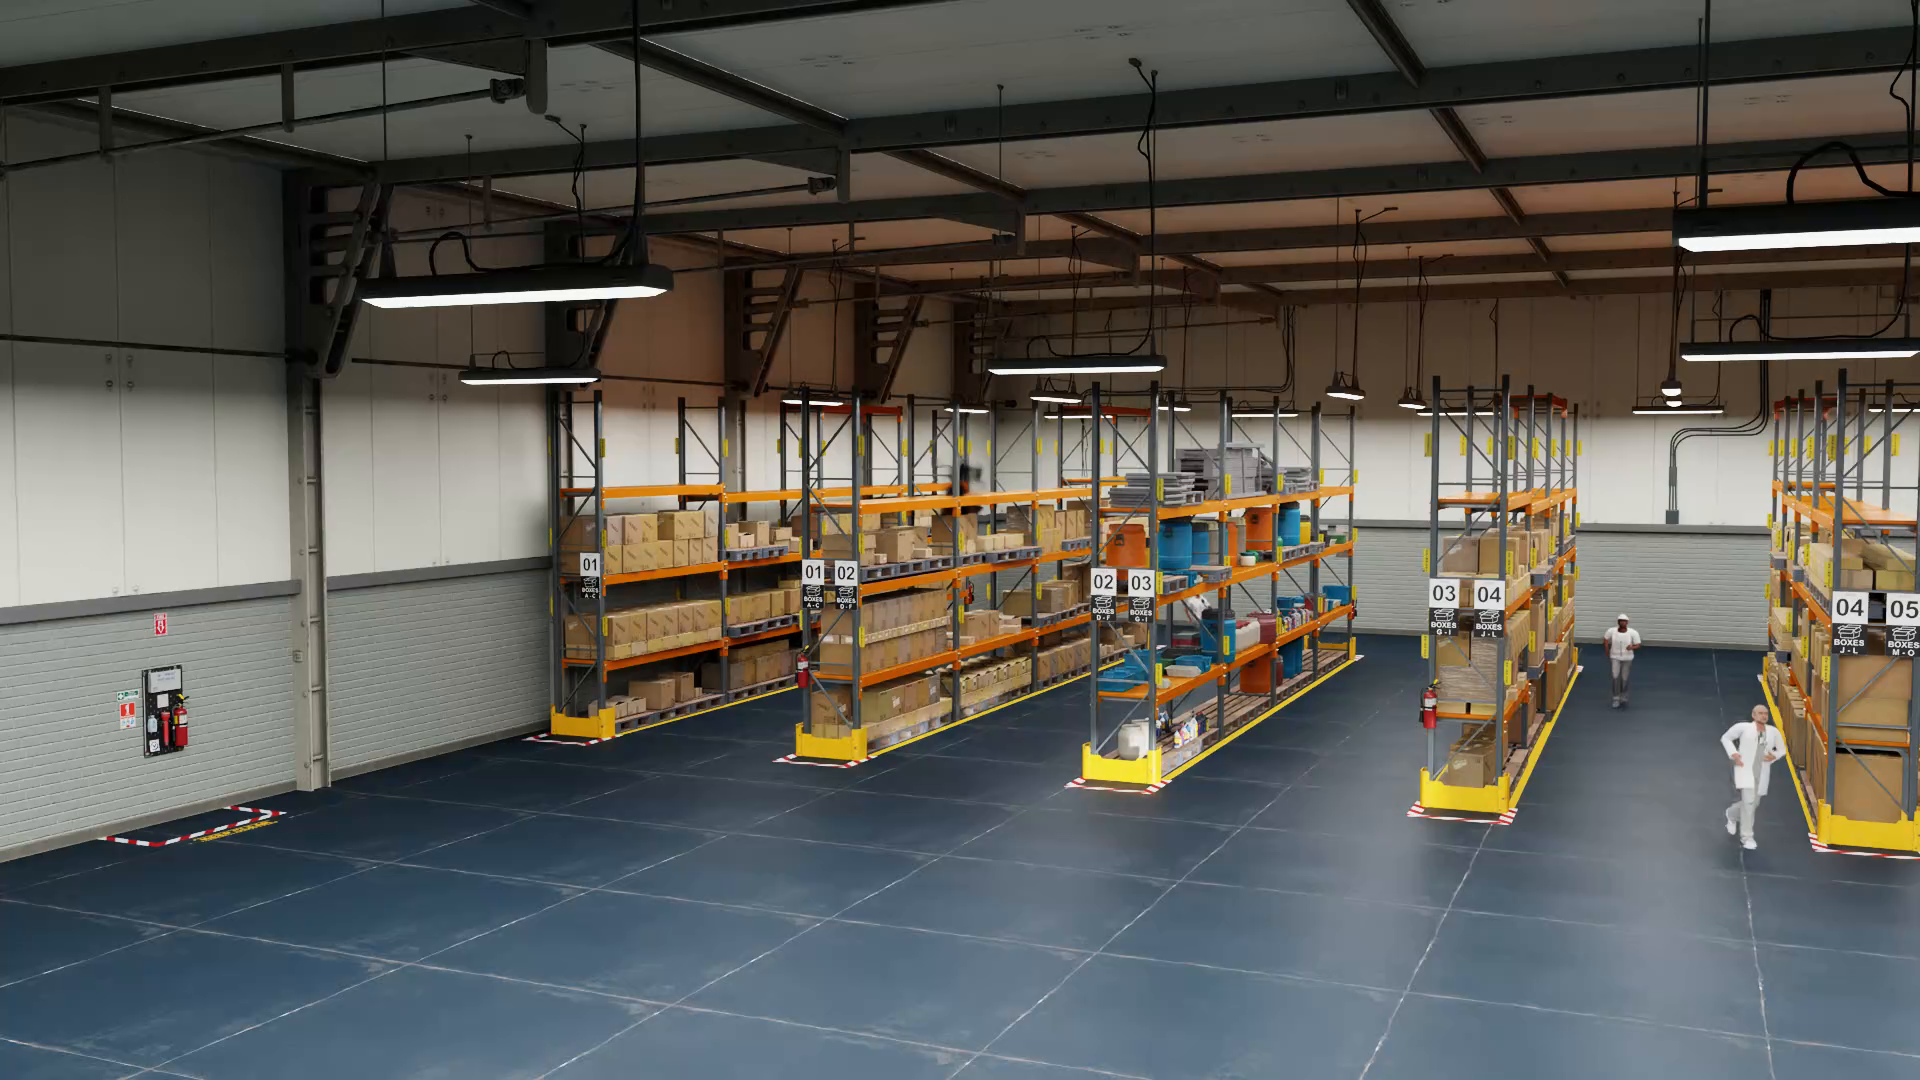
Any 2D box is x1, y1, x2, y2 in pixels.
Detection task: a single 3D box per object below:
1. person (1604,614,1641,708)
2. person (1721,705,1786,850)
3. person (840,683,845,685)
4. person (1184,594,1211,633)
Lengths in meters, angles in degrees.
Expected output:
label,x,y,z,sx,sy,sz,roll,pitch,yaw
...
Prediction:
label,x,y,z,sx,sy,sz,roll,pitch,yaw
person,12.854,2.347,32.310,0.681,1.830,0.694,1,3,23
person,10.107,2.973,21.162,0.747,1.765,0.943,0,3,4
person,-2.127,2.327,32.863,0.675,1.774,0.774,1,3,25
person,5.854,1.940,40.664,0.648,1.627,0.714,-1,3,-13
